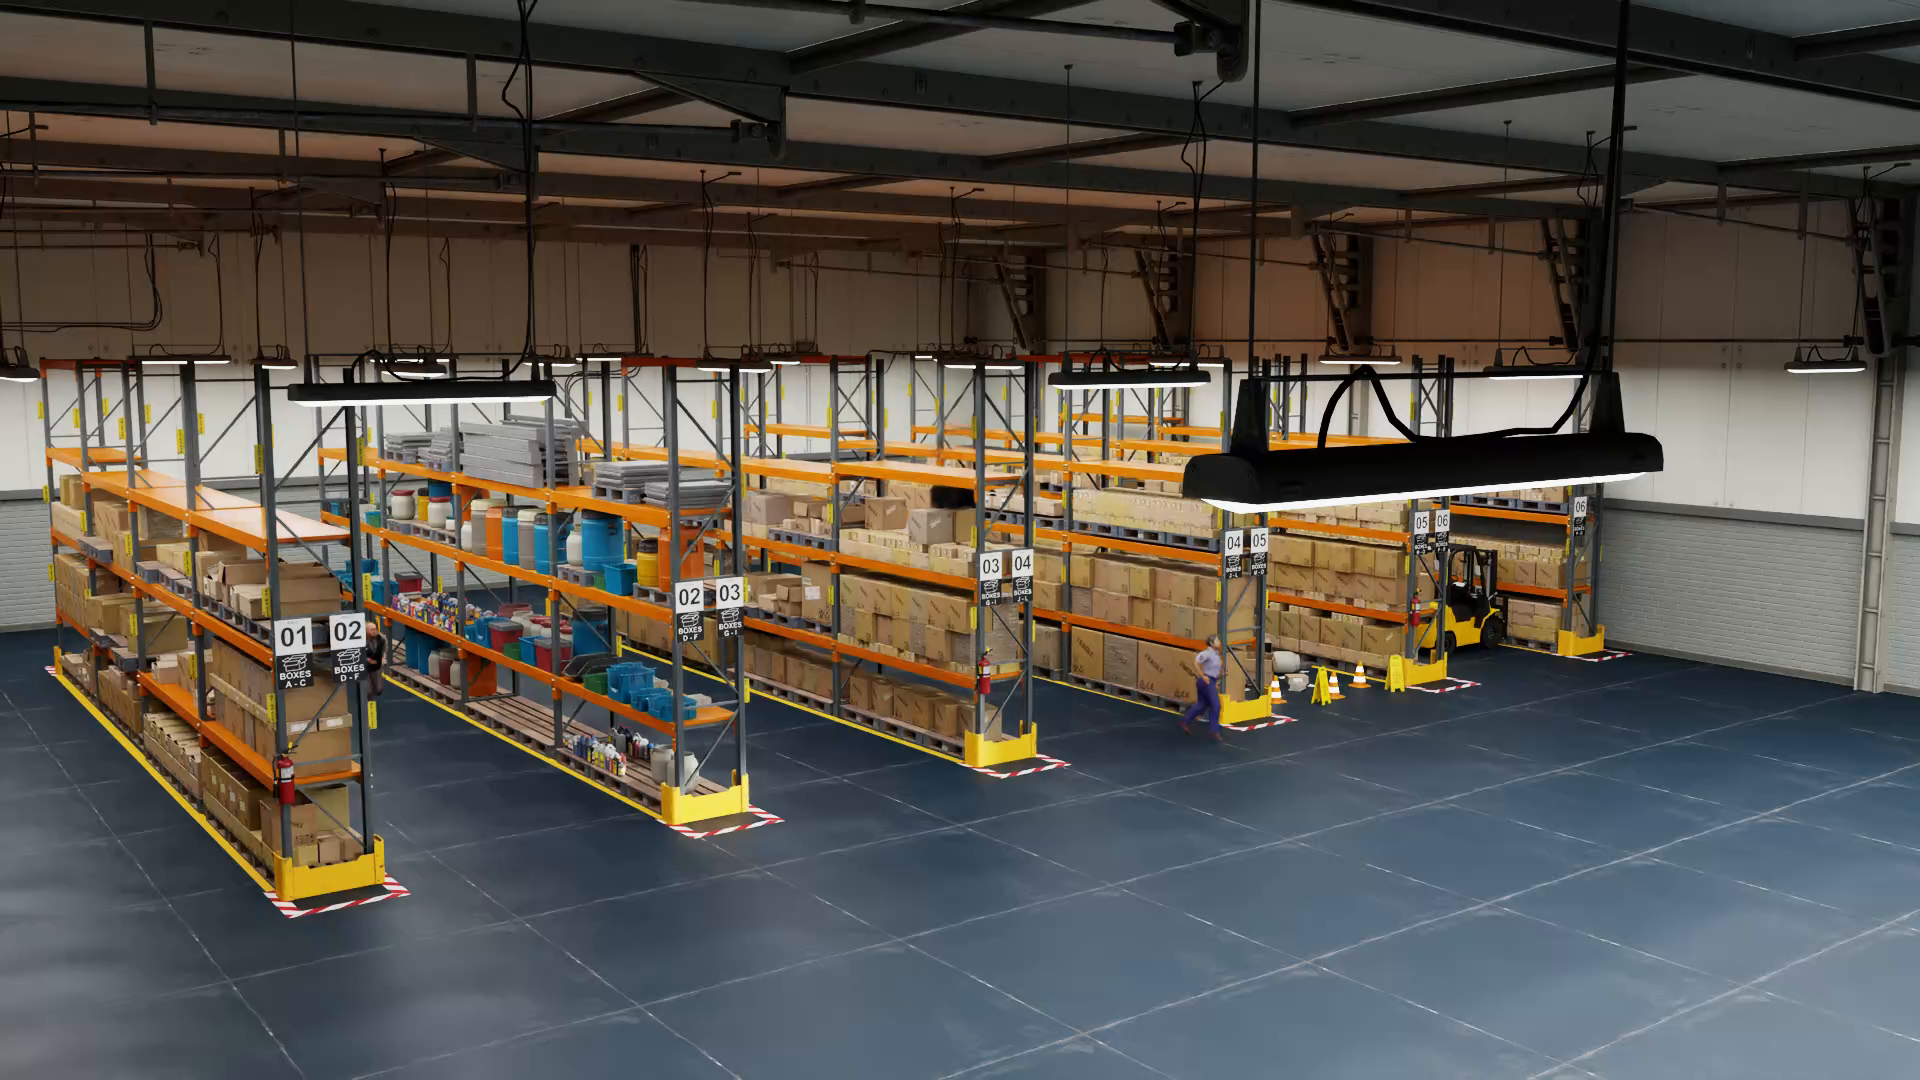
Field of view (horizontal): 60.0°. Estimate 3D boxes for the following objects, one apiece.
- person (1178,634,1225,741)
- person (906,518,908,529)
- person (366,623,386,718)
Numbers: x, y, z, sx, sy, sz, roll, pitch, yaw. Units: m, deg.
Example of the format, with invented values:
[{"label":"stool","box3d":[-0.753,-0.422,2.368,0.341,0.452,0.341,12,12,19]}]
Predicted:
[{"label":"person","box3d":[3.905,2.343,26.616,0.761,1.700,0.606,2,7,16]},{"label":"person","box3d":[-1.416,0.156,44.591,0.772,1.727,0.547,-4,8,-33]},{"label":"person","box3d":[-9.876,2.189,27.864,0.649,1.647,0.727,-6,9,-39]}]
